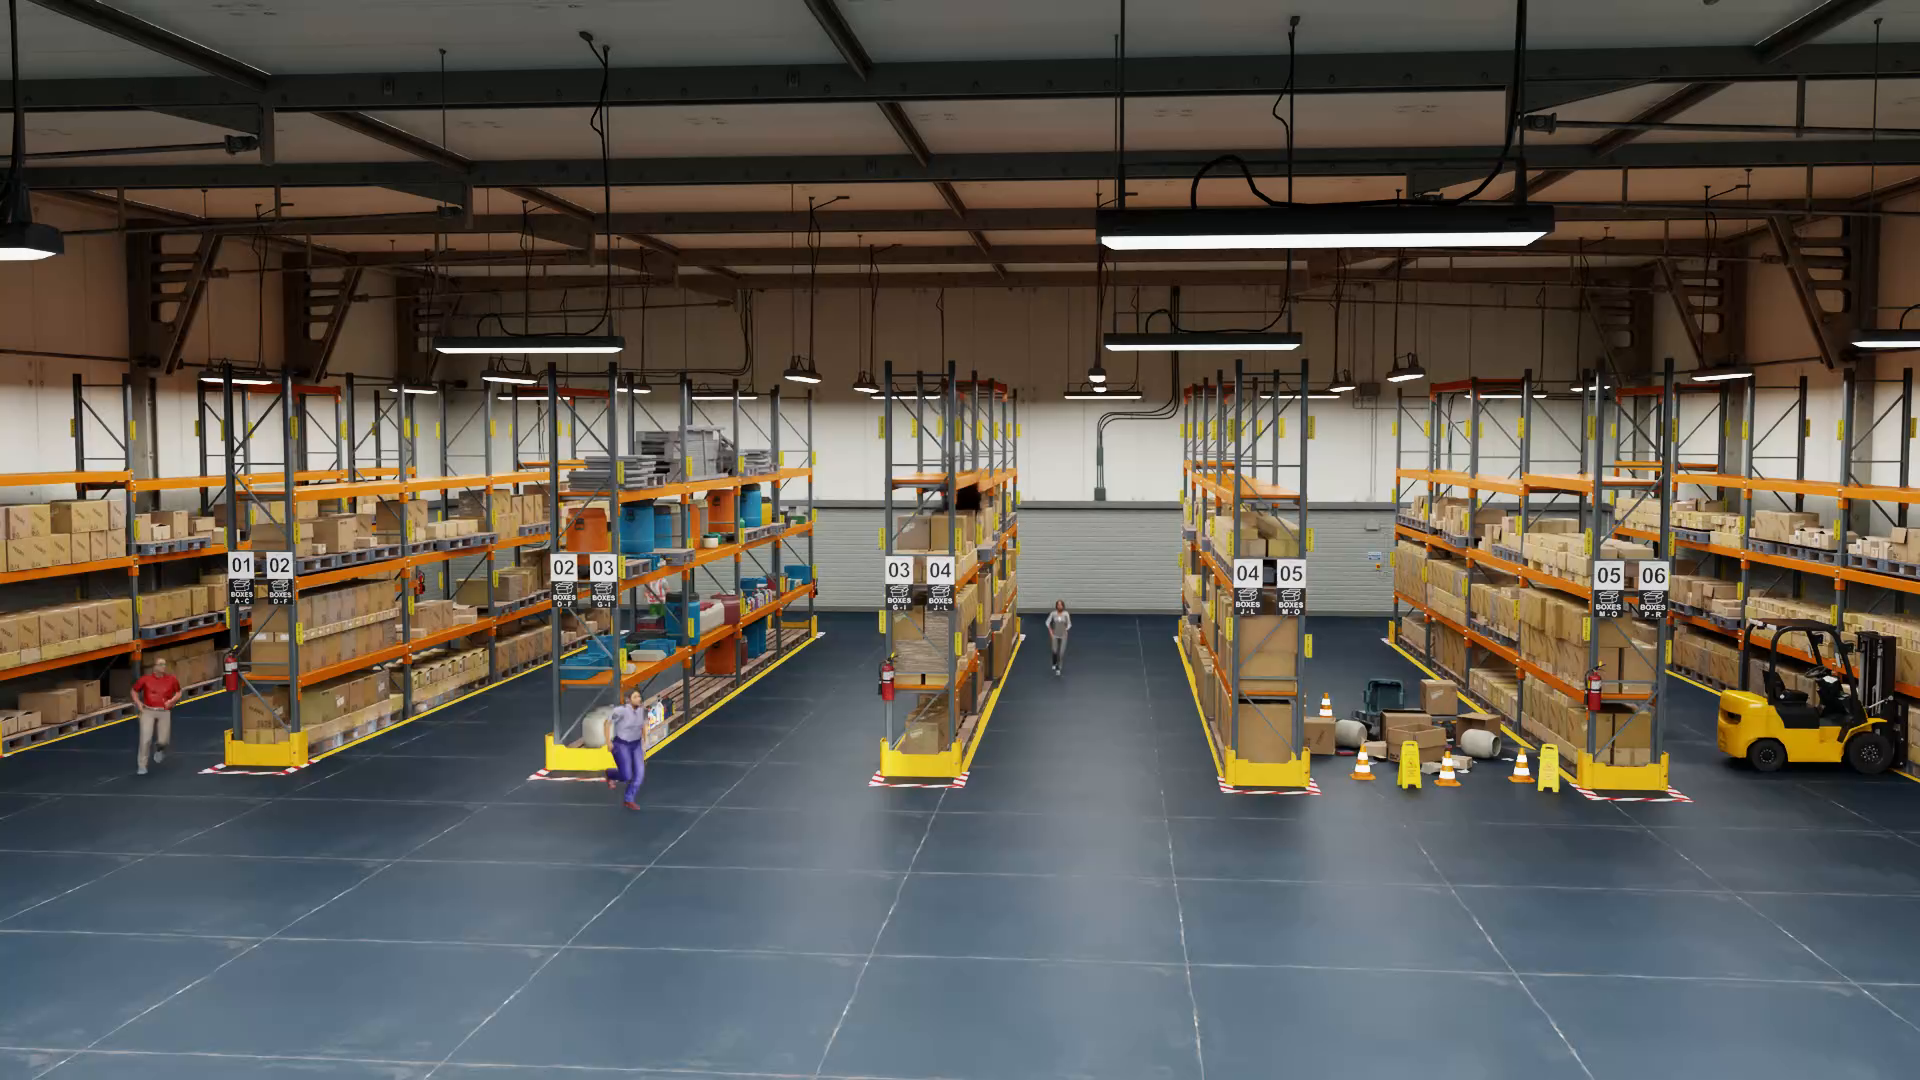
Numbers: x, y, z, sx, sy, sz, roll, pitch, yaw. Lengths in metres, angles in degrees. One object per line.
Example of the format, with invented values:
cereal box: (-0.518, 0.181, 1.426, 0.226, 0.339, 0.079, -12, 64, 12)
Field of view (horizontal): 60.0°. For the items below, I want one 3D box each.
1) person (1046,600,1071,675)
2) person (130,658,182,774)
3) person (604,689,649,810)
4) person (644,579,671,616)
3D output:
person: (2.006, 1.992, 33.784, 0.512, 1.557, 0.570, 0, 4, -1)
person: (-11.876, 2.569, 24.600, 0.684, 1.654, 0.673, -2, 4, -33)
person: (-4.446, 2.773, 22.138, 0.665, 1.611, 0.638, 3, 5, 42)
person: (-7.279, 1.523, 39.886, 0.661, 1.720, 0.643, 0, 4, 6)
